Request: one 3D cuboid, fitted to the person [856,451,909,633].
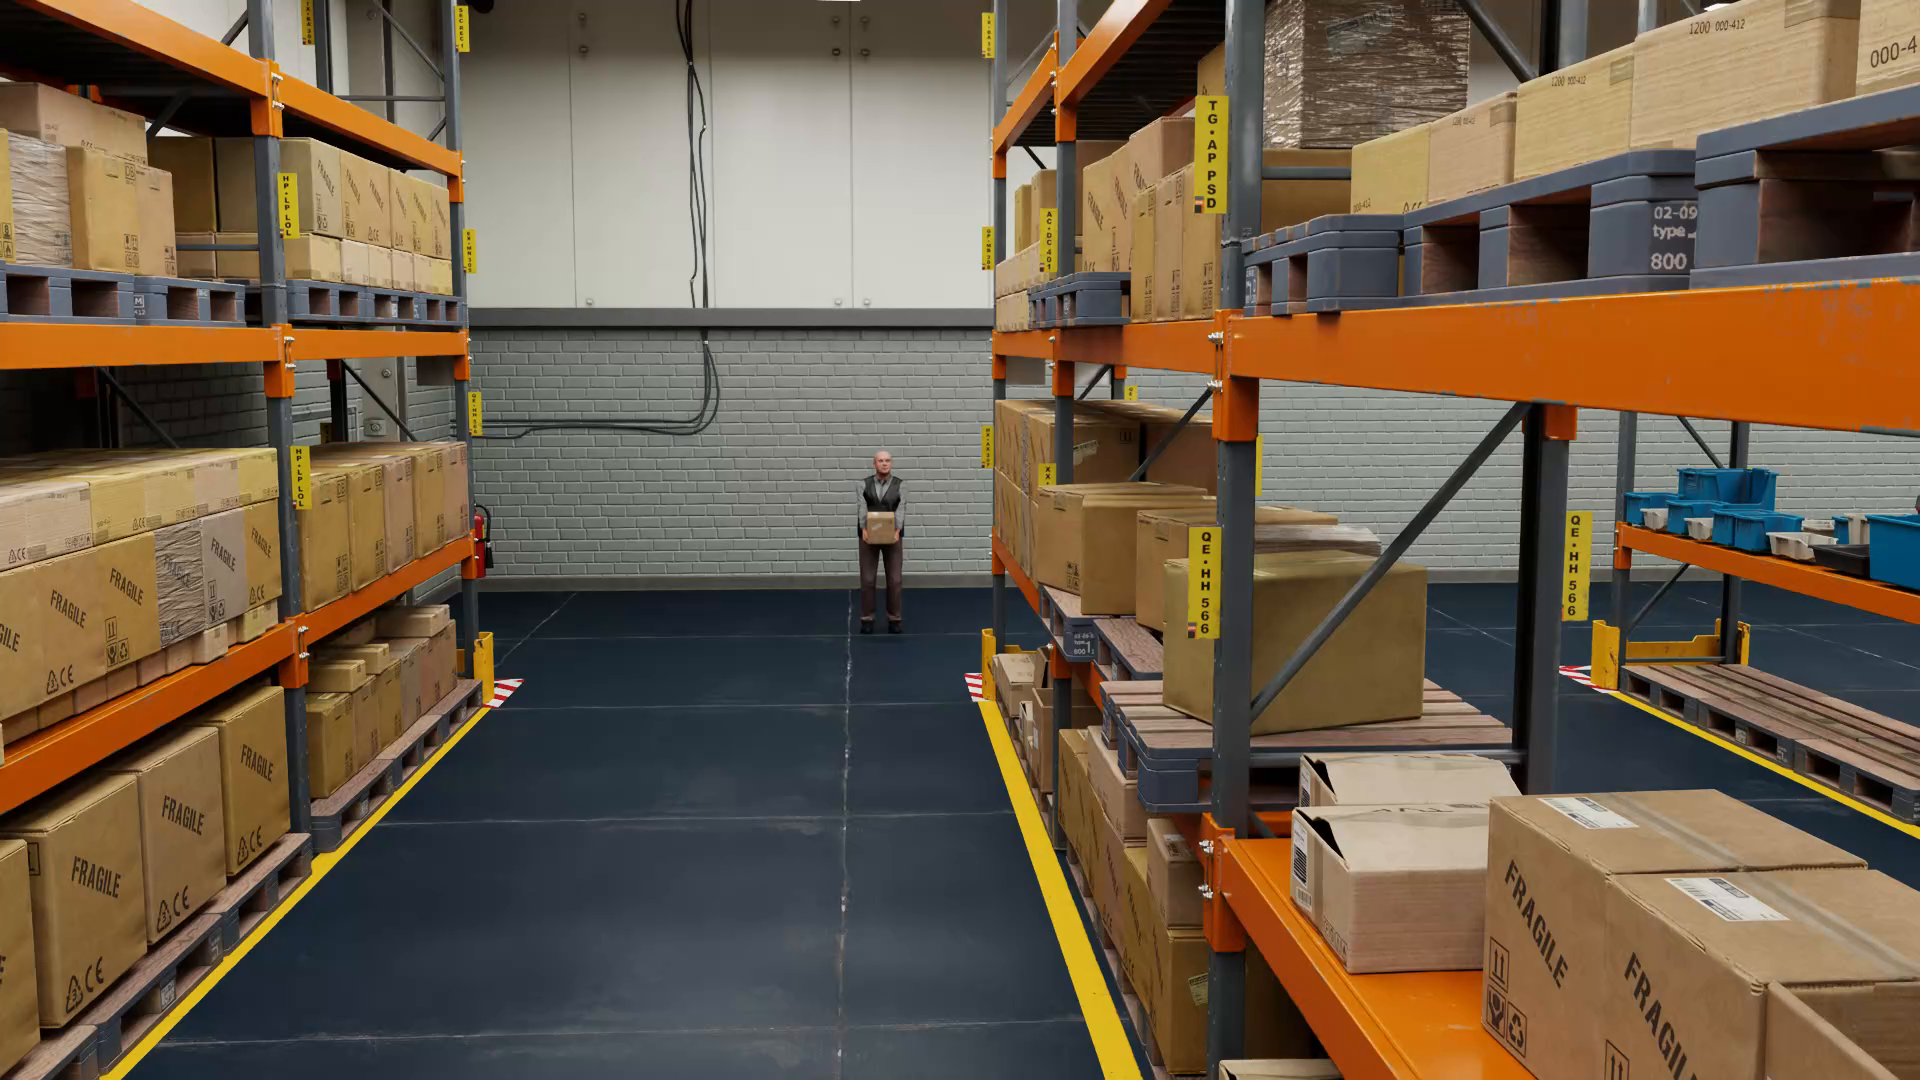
[{"bbox_3d":[-0.726,0.026,15.663,0.494,1.713,0.556,0,7,-3],"label":"person"}]
